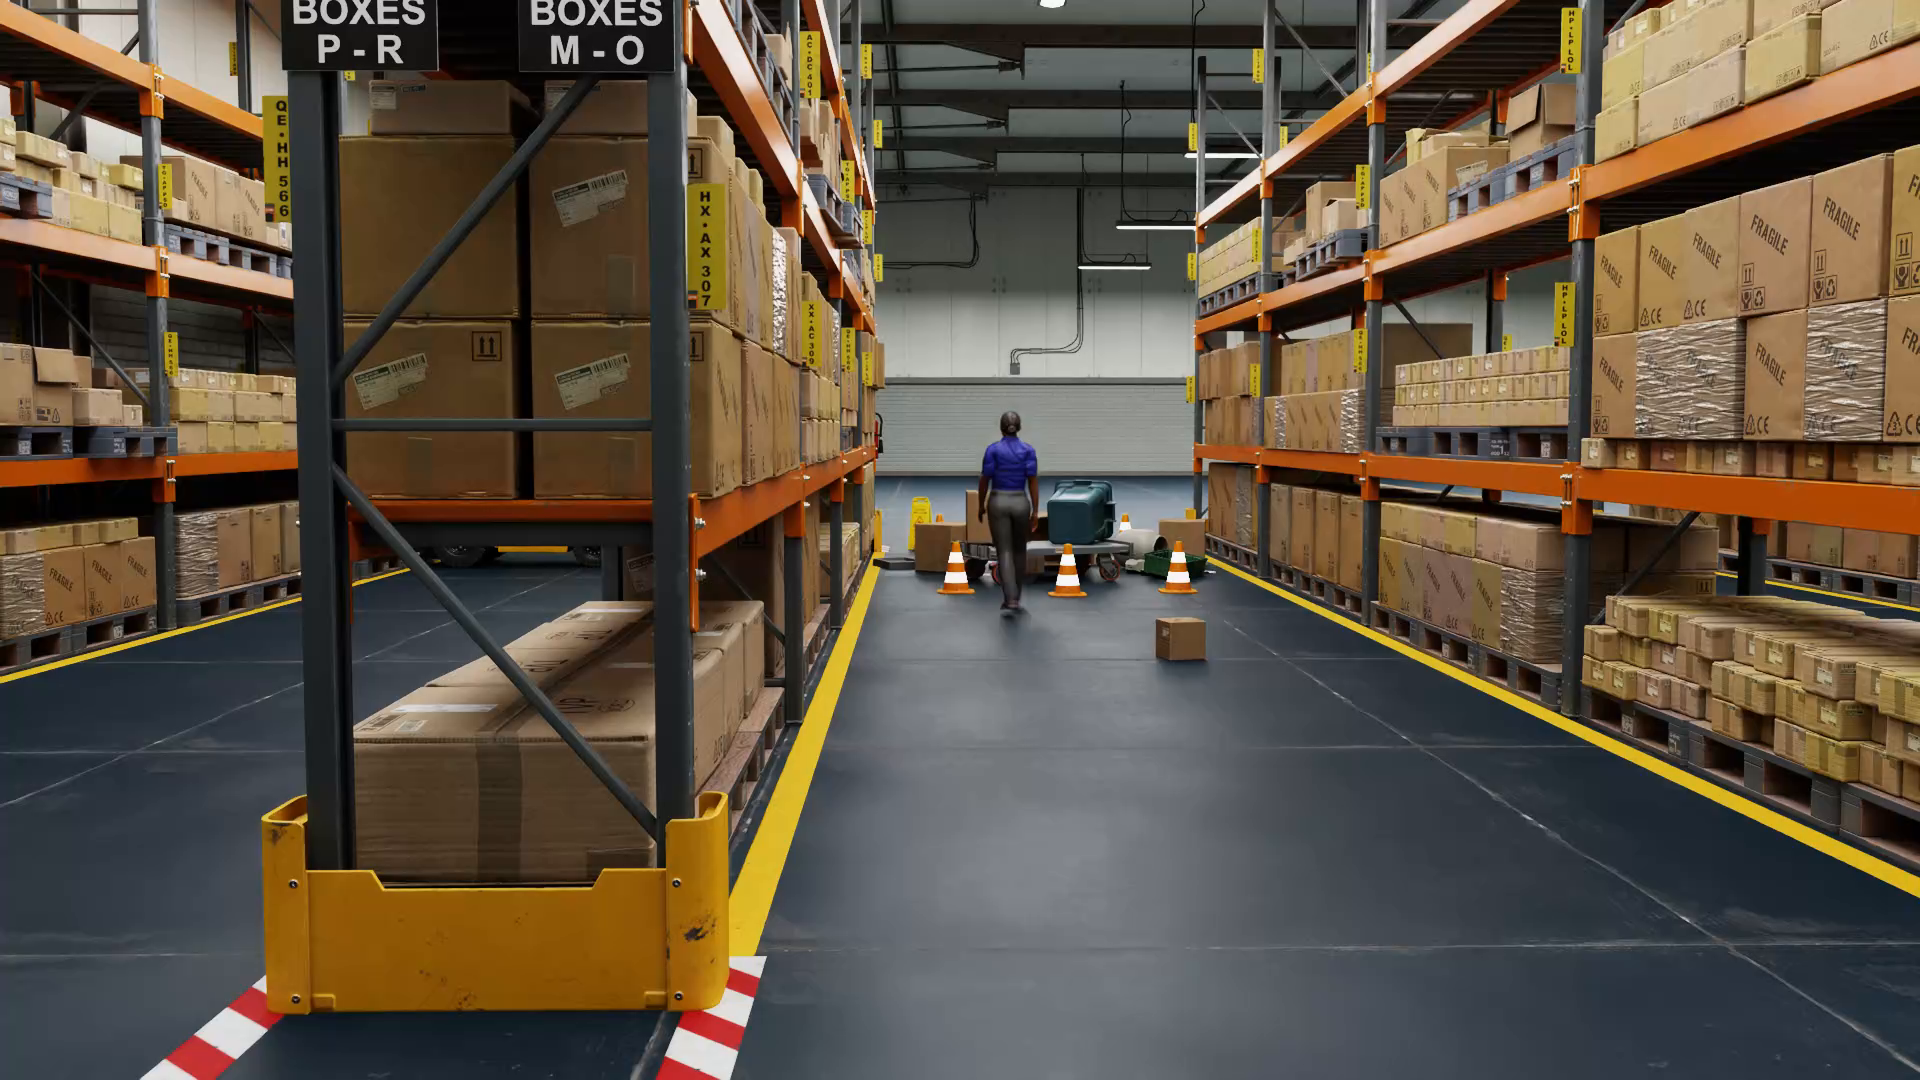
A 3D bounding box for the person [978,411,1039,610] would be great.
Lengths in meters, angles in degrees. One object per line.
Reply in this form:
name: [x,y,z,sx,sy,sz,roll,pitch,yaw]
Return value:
person: [0.375,-0.255,13.633,0.468,1.604,0.956,-1,4,-9]
